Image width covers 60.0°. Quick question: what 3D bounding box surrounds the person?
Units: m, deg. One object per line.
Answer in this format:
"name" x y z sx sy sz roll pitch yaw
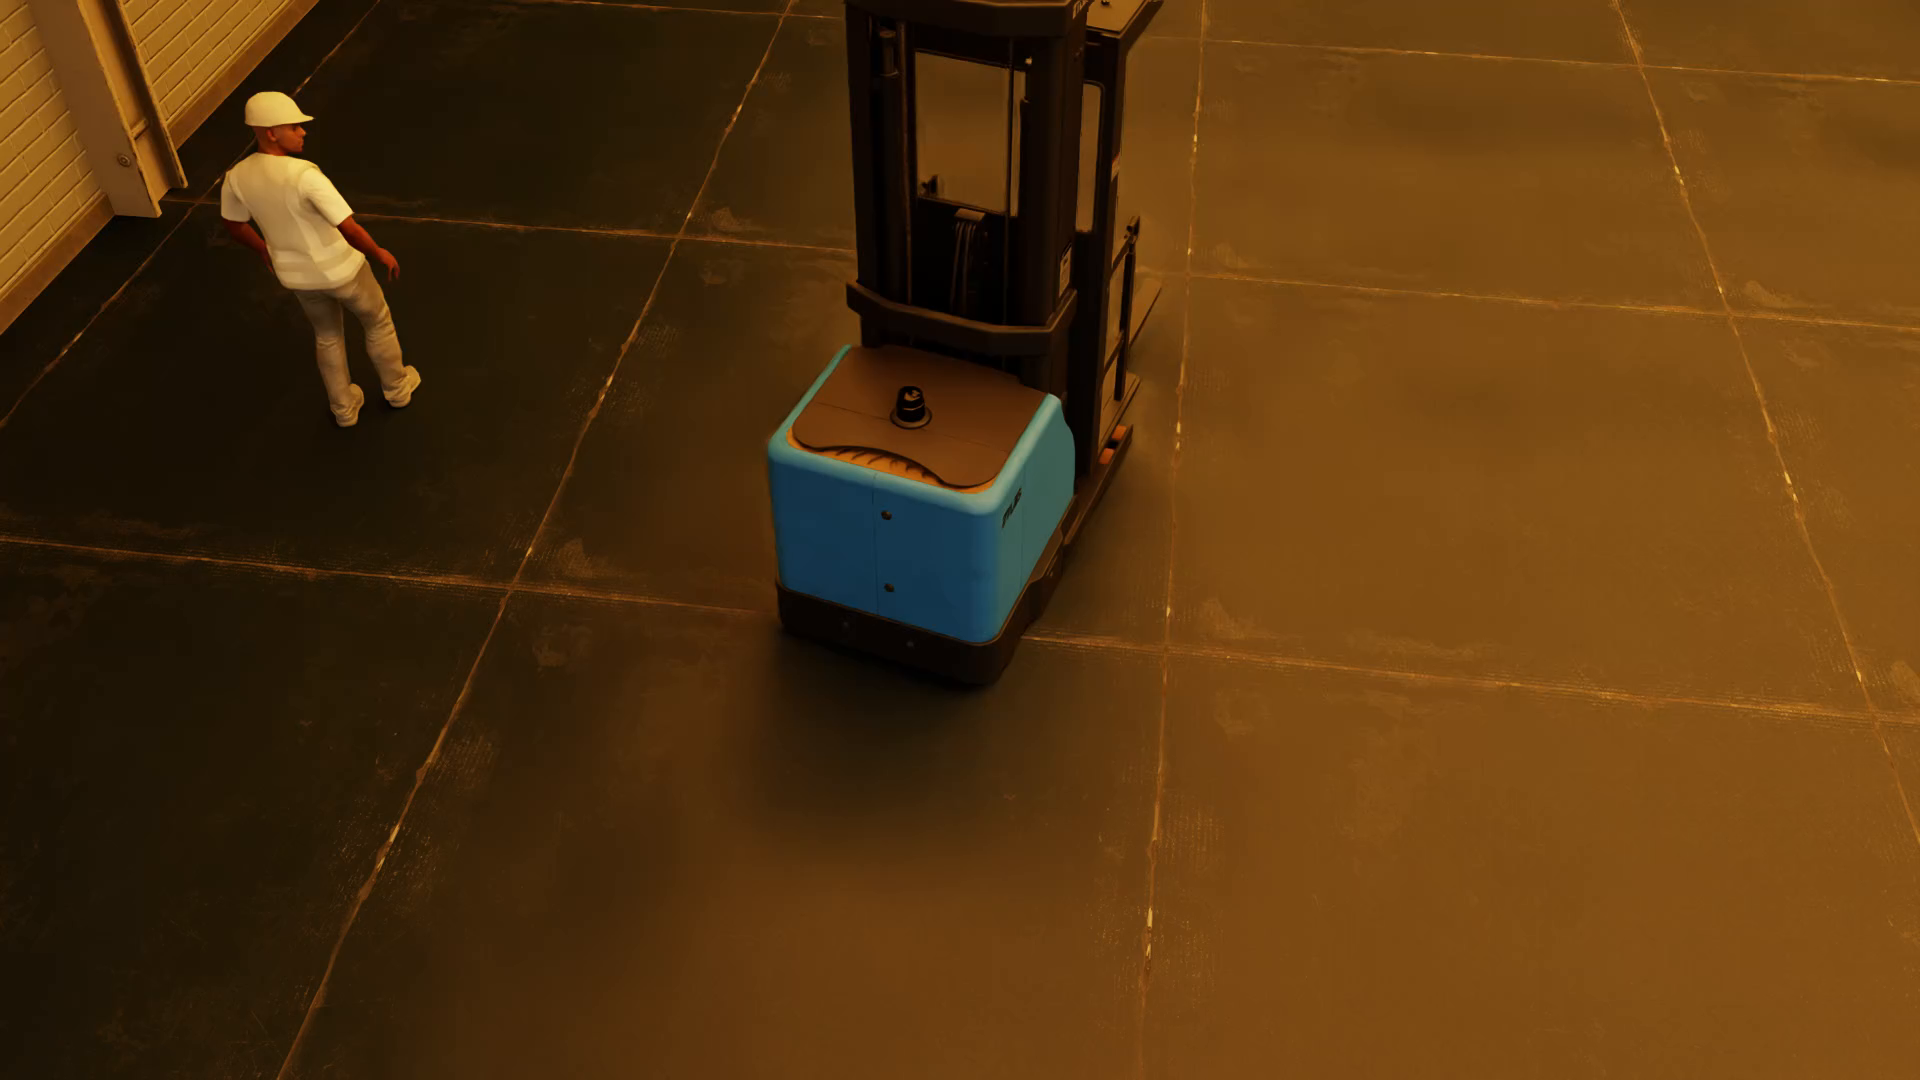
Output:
"person" -3.095 -1.367 8.092 0.794 1.743 0.523 6 43 6

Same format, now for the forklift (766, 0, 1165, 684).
"forklift" 0.219 -1.470 7.324 1.130 2.935 3.031 15 45 16
